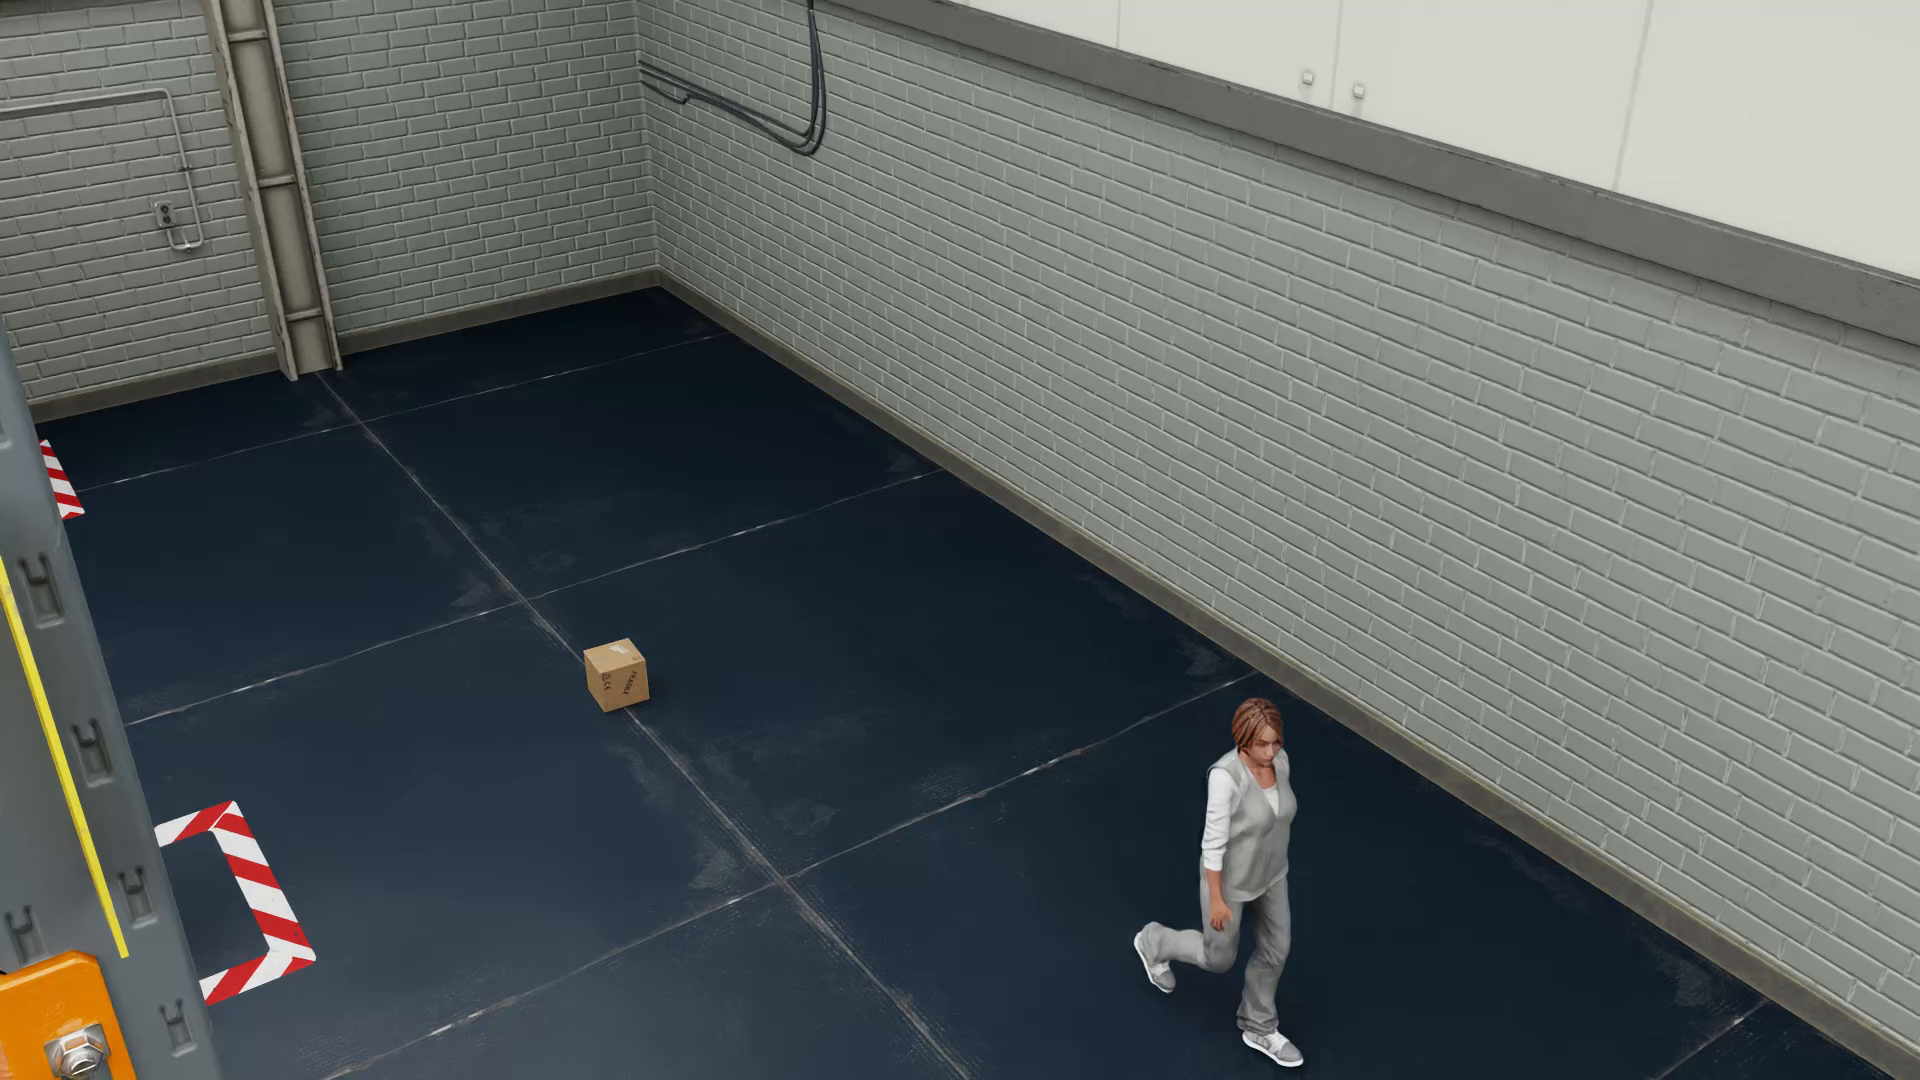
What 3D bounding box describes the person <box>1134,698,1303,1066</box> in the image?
[{"bbox_3d":[1.050,1.265,6.376,0.439,1.564,0.775,-21,35,-33],"label":"person"}]
